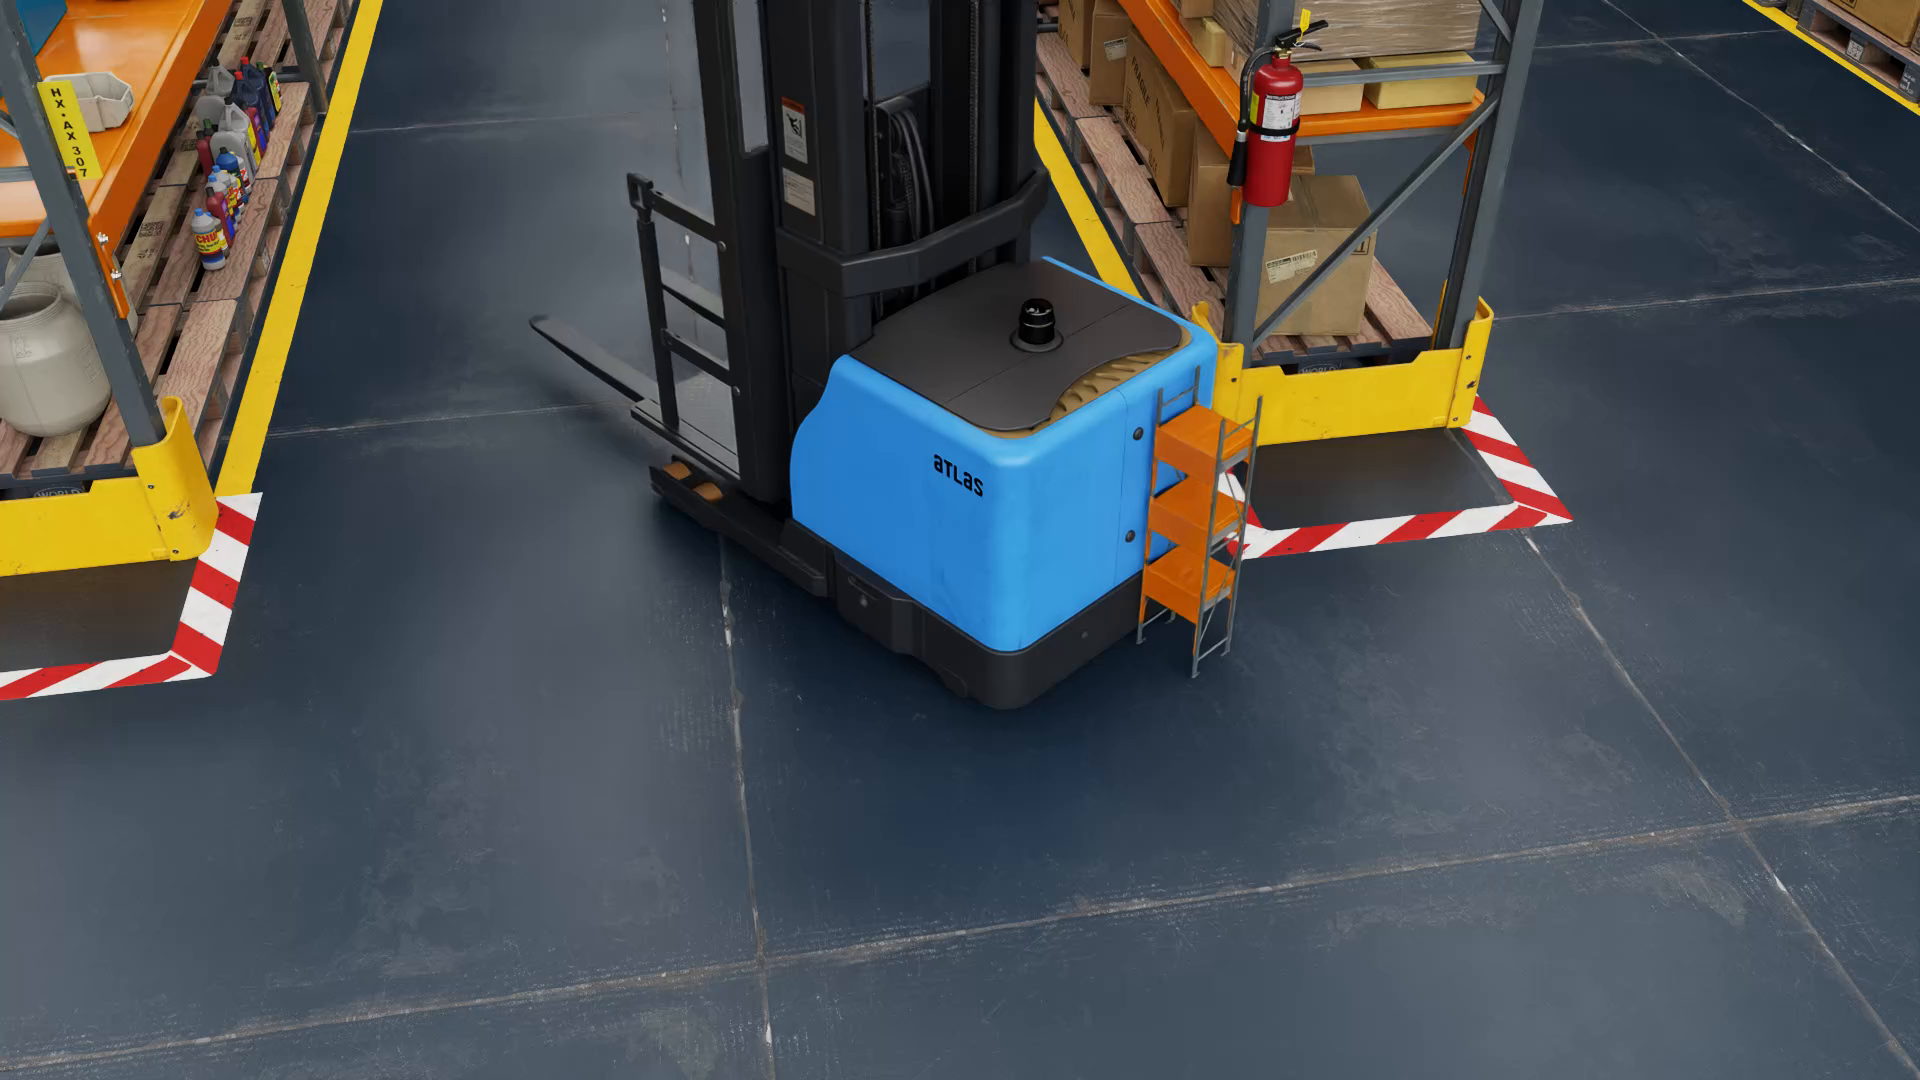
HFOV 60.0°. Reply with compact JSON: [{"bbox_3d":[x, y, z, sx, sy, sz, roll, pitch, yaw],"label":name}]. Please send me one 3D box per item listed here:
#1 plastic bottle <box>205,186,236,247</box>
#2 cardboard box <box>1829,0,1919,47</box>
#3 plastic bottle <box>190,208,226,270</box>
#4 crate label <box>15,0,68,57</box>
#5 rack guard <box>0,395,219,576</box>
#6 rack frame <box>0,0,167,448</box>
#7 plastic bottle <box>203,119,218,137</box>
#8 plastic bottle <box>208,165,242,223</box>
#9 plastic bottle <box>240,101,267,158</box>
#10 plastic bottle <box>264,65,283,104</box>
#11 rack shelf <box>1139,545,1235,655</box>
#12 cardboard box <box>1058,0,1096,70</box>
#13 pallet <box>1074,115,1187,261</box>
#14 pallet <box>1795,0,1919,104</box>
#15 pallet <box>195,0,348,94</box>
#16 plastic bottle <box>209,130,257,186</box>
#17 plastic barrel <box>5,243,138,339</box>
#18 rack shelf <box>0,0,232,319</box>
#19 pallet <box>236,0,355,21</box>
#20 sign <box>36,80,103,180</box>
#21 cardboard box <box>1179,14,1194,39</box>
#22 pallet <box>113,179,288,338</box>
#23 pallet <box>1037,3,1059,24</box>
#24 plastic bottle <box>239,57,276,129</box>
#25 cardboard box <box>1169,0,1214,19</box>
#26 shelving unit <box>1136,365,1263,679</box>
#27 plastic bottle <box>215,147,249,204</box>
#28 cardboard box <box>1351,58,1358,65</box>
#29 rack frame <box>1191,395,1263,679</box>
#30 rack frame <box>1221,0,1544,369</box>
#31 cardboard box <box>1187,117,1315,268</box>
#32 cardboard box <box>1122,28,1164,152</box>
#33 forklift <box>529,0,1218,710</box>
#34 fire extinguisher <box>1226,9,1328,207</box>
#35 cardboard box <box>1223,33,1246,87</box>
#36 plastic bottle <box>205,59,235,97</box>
[{"bbox_3d":[-3.376,-1.489,7.578,0.061,0.283,0.133,-6,38,-7],"label":"plastic bottle"},{"bbox_3d":[5.774,-3.481,9.676,0.875,0.875,0.875,-6,38,-7],"label":"cardboard box"},{"bbox_3d":[-3.354,-1.346,7.403,0.097,0.271,0.097,0,38,0],"label":"plastic bottle"},{"bbox_3d":[-3.932,-2.218,6.631,0.502,0.435,0.616,-6,38,-8],"label":"crate label"},{"bbox_3d":[-3.403,-0.175,6.067,1.175,0.500,0.348,-6,38,-8],"label":"rack guard"},{"bbox_3d":[-3.343,-1.121,5.248,1.000,3.000,0.127,-6,38,-8],"label":"rack frame"},{"bbox_3d":[-3.654,-1.942,8.161,0.061,0.283,0.133,-6,38,-8],"label":"plastic bottle"},{"bbox_3d":[-3.432,-1.613,7.747,0.097,0.271,0.097,0,38,0],"label":"plastic bottle"},{"bbox_3d":[-3.544,-2.070,8.325,0.061,0.283,0.133,-4,38,-5],"label":"plastic bottle"},{"bbox_3d":[-3.674,-2.420,8.842,0.097,0.201,0.097,0,38,0],"label":"plastic bottle"},{"bbox_3d":[0.772,0.188,5.623,0.215,0.259,0.240,-31,48,-34],"label":"rack shelf"},{"bbox_3d":[0.863,-3.002,9.365,0.500,0.500,0.500,-7,38,-9],"label":"cardboard box"},{"bbox_3d":[1.202,-1.828,8.431,1.003,0.211,1.213,-6,38,-8],"label":"pallet"},{"bbox_3d":[5.789,-2.973,9.905,1.003,0.211,1.213,-6,38,-8],"label":"pallet"},{"bbox_3d":[-4.220,-2.906,9.818,1.003,0.211,1.213,-6,38,-8],"label":"pallet"},{"bbox_3d":[-3.533,-1.868,8.070,0.152,0.276,0.135,-6,38,-7],"label":"plastic bottle"},{"bbox_3d":[-3.621,-0.996,6.773,0.421,0.512,0.421,0,38,0],"label":"plastic barrel"},{"bbox_3d":[-3.694,-2.045,7.024,1.077,0.370,4.000,-6,38,-8],"label":"rack shelf"},{"bbox_3d":[-4.437,-3.644,10.769,1.003,0.211,1.213,-6,38,-8],"label":"pallet"},{"bbox_3d":[-2.801,-1.287,5.236,0.100,0.325,0.005,-6,38,-8],"label":"sign"},{"bbox_3d":[1.114,-2.154,6.782,0.380,0.149,0.250,-6,38,-8],"label":"cardboard box"},{"bbox_3d":[-3.750,-1.287,7.735,1.003,0.211,1.213,-6,38,-8],"label":"pallet"},{"bbox_3d":[0.694,-3.439,10.504,1.003,0.211,1.213,-6,38,-8],"label":"pallet"},{"bbox_3d":[-3.648,-2.307,8.575,0.144,0.351,0.185,-7,38,-9],"label":"plastic bottle"},{"bbox_3d":[1.258,-2.435,6.615,0.875,0.500,0.500,-6,38,-8],"label":"cardboard box"},{"bbox_3d":[0.772,-0.040,5.446,0.215,1.050,0.252,-31,48,-34],"label":"shelving unit"},{"bbox_3d":[-3.467,-1.736,7.904,0.097,0.271,0.097,0,38,0],"label":"plastic bottle"},{"bbox_3d":[1.693,-1.905,6.462,0.380,0.149,0.250,-6,38,-8],"label":"cardboard box"},{"bbox_3d":[0.858,0.013,5.377,0.200,1.050,0.008,-31,48,-34],"label":"rack frame"},{"bbox_3d":[1.533,-1.654,5.934,1.000,3.000,0.127,-6,38,-8],"label":"rack frame"},{"bbox_3d":[1.302,-1.569,7.519,0.500,0.500,0.500,3,38,4],"label":"cardboard box"},{"bbox_3d":[1.157,-2.291,8.449,0.500,0.500,0.500,-9,39,-12],"label":"cardboard box"},{"bbox_3d":[-0.543,-1.407,5.672,1.130,2.935,3.031,-31,48,-34],"label":"forklift"},{"bbox_3d":[1.100,-1.504,5.805,0.296,0.674,0.183,-6,38,-8],"label":"fire extinguisher"},{"bbox_3d":[1.237,-1.855,6.398,0.380,0.149,0.250,-6,38,-8],"label":"cardboard box"},{"bbox_3d":[-3.790,-2.291,8.555,0.144,0.351,0.185,-6,38,-8],"label":"plastic bottle"}]
